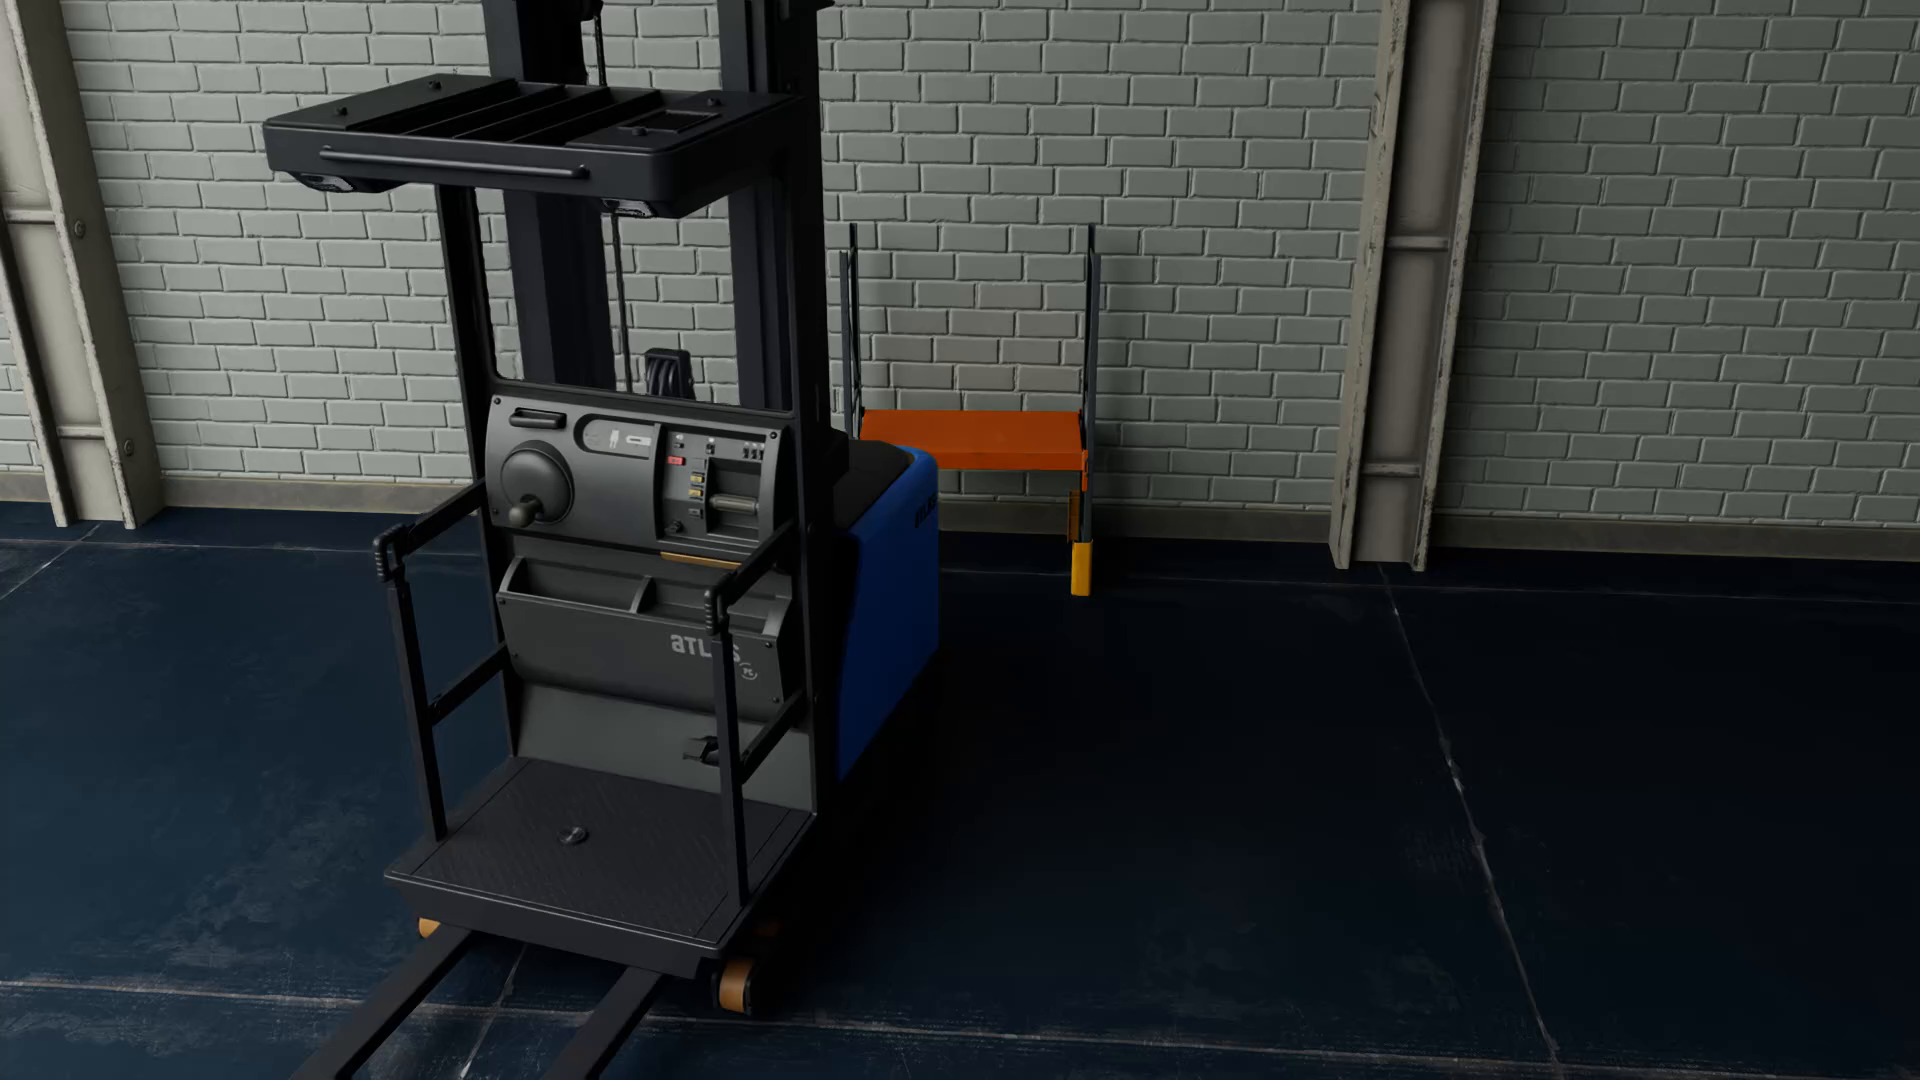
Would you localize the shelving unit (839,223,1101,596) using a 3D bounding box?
[{"bbox_3d":[0.037,-0.567,7.188,1.083,1.500,0.587,1,25,1],"label":"shelving unit"}]

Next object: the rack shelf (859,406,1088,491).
[{"bbox_3d":[0.046,-0.403,7.263,1.000,0.185,0.538,1,25,1],"label":"rack shelf"}]

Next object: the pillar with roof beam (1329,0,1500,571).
[{"bbox_3d":[1.571,-2.224,1.818,0.400,9.000,9.100,2,25,4],"label":"pillar with roof beam"}]

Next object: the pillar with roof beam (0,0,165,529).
[{"bbox_3d":[-4.411,-2.416,2.235,0.400,9.000,9.100,2,25,4],"label":"pillar with roof beam"}]

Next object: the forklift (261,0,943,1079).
[{"bbox_3d":[-1.009,-0.159,4.589,1.130,2.935,3.031,8,26,17],"label":"forklift"}]

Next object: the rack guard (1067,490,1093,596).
[{"bbox_3d":[0.535,0.007,7.437,0.087,0.250,0.587,1,25,1],"label":"rack guard"}]

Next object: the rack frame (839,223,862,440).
[{"bbox_3d":[-0.462,-0.572,7.200,0.032,1.500,0.500,1,25,1],"label":"rack frame"}]

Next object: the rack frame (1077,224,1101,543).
[{"bbox_3d":[0.554,-0.561,7.175,0.032,1.500,0.500,1,25,1],"label":"rack frame"}]
